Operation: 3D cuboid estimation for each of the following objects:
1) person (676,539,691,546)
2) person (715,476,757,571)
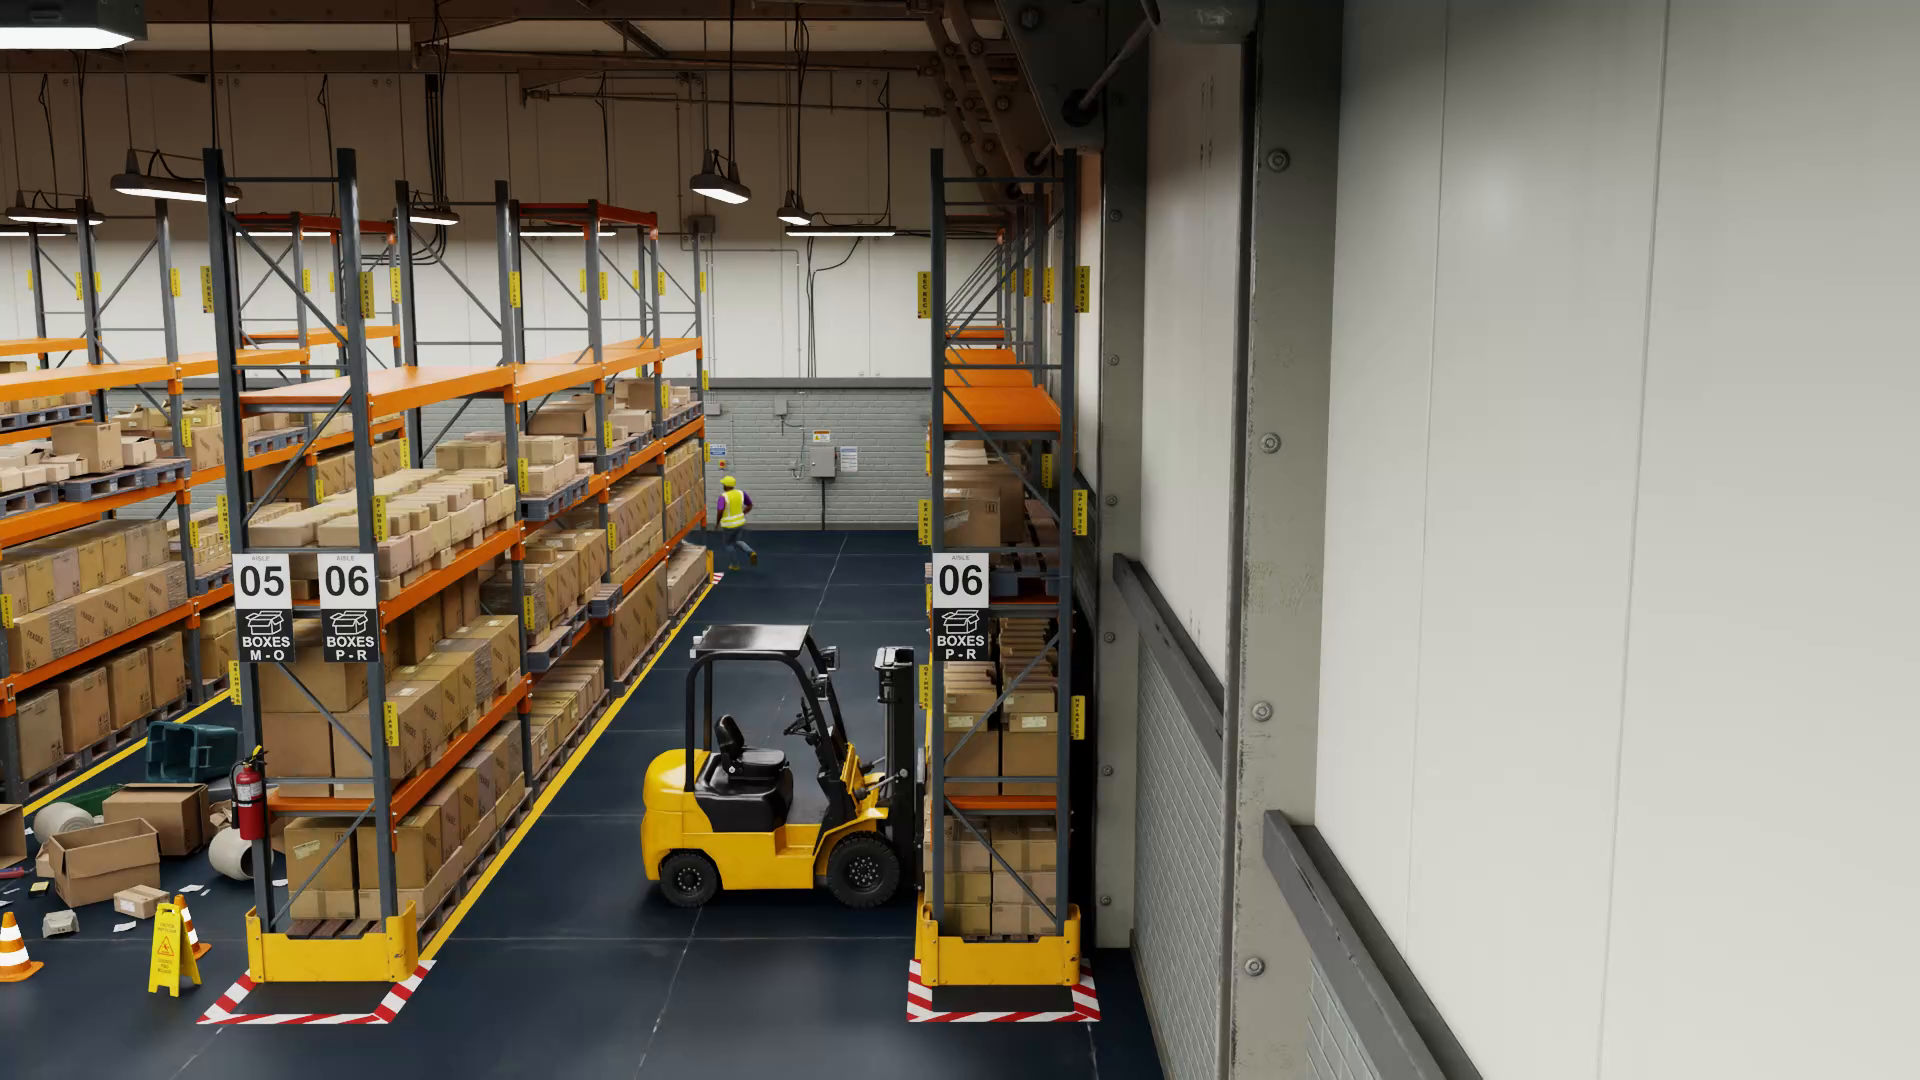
[{"bbox_3d":[-5.025,-0.354,29.252,0.854,1.644,0.589,2,9,13],"label":"person"},{"bbox_3d":[-3.956,-0.276,28.818,0.754,1.706,0.752,-9,13,-44],"label":"person"}]
